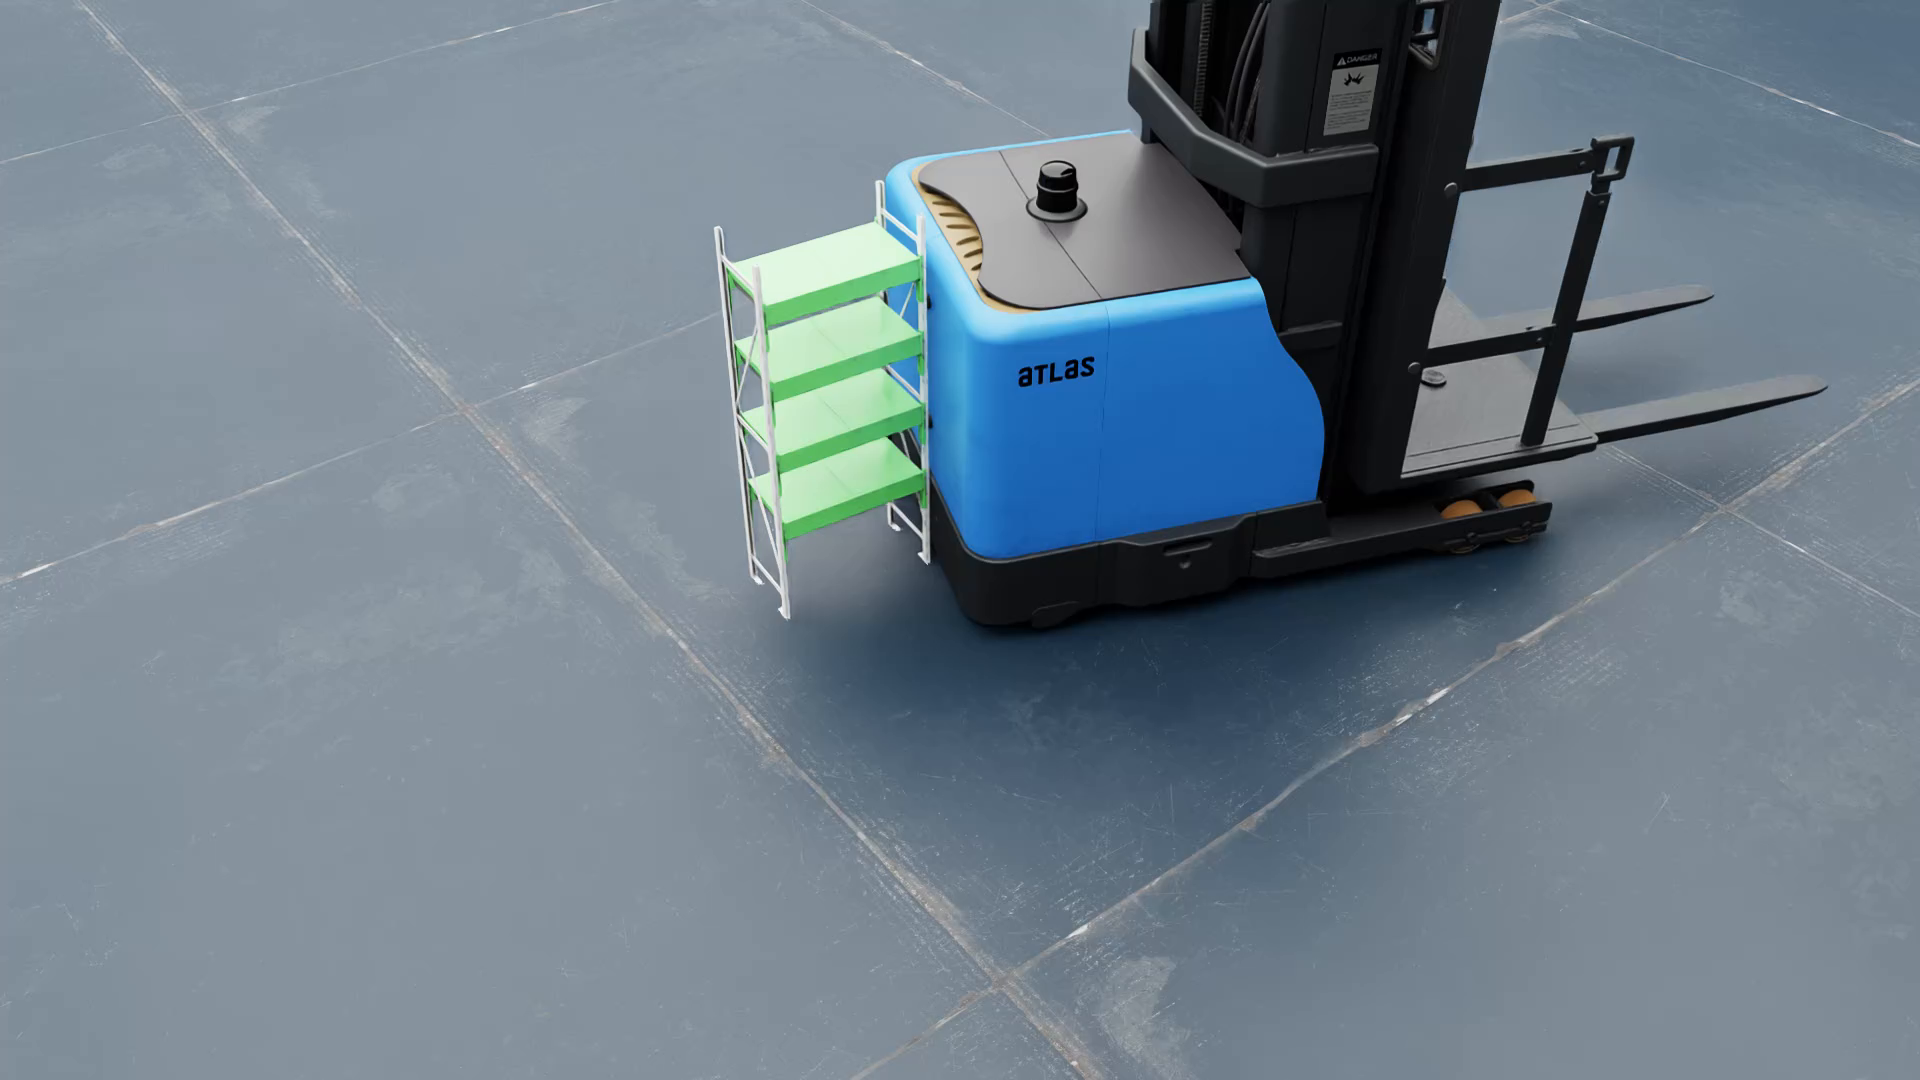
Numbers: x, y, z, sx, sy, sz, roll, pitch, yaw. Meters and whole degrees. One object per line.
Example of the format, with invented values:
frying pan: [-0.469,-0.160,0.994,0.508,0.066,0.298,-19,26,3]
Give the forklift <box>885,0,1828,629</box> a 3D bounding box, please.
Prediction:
forklift: [1.340,-1.403,4.649,3.031,2.935,1.130,-11,41,-13]

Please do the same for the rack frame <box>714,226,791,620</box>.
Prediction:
rack frame: [-0.575,-0.292,4.659,0.015,1.200,0.240,-22,44,-24]

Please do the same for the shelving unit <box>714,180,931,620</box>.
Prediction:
shelving unit: [-0.368,-0.374,4.759,0.503,1.200,0.258,-22,44,-24]

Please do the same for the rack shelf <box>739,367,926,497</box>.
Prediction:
rack shelf: [-0.368,-0.324,4.800,0.480,0.148,0.258,-22,44,-24]

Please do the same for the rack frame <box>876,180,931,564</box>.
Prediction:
rack frame: [-0.161,-0.456,4.859,0.015,1.200,0.240,-22,44,-24]

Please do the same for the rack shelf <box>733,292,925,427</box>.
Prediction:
rack shelf: [-0.368,-0.510,4.648,0.480,0.148,0.258,-22,44,-24]

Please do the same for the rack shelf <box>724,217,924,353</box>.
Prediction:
rack shelf: [-0.368,-0.695,4.495,0.480,0.148,0.258,-22,44,-24]

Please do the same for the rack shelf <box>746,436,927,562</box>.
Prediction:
rack shelf: [-0.368,-0.139,4.952,0.480,0.148,0.258,-22,44,-24]
